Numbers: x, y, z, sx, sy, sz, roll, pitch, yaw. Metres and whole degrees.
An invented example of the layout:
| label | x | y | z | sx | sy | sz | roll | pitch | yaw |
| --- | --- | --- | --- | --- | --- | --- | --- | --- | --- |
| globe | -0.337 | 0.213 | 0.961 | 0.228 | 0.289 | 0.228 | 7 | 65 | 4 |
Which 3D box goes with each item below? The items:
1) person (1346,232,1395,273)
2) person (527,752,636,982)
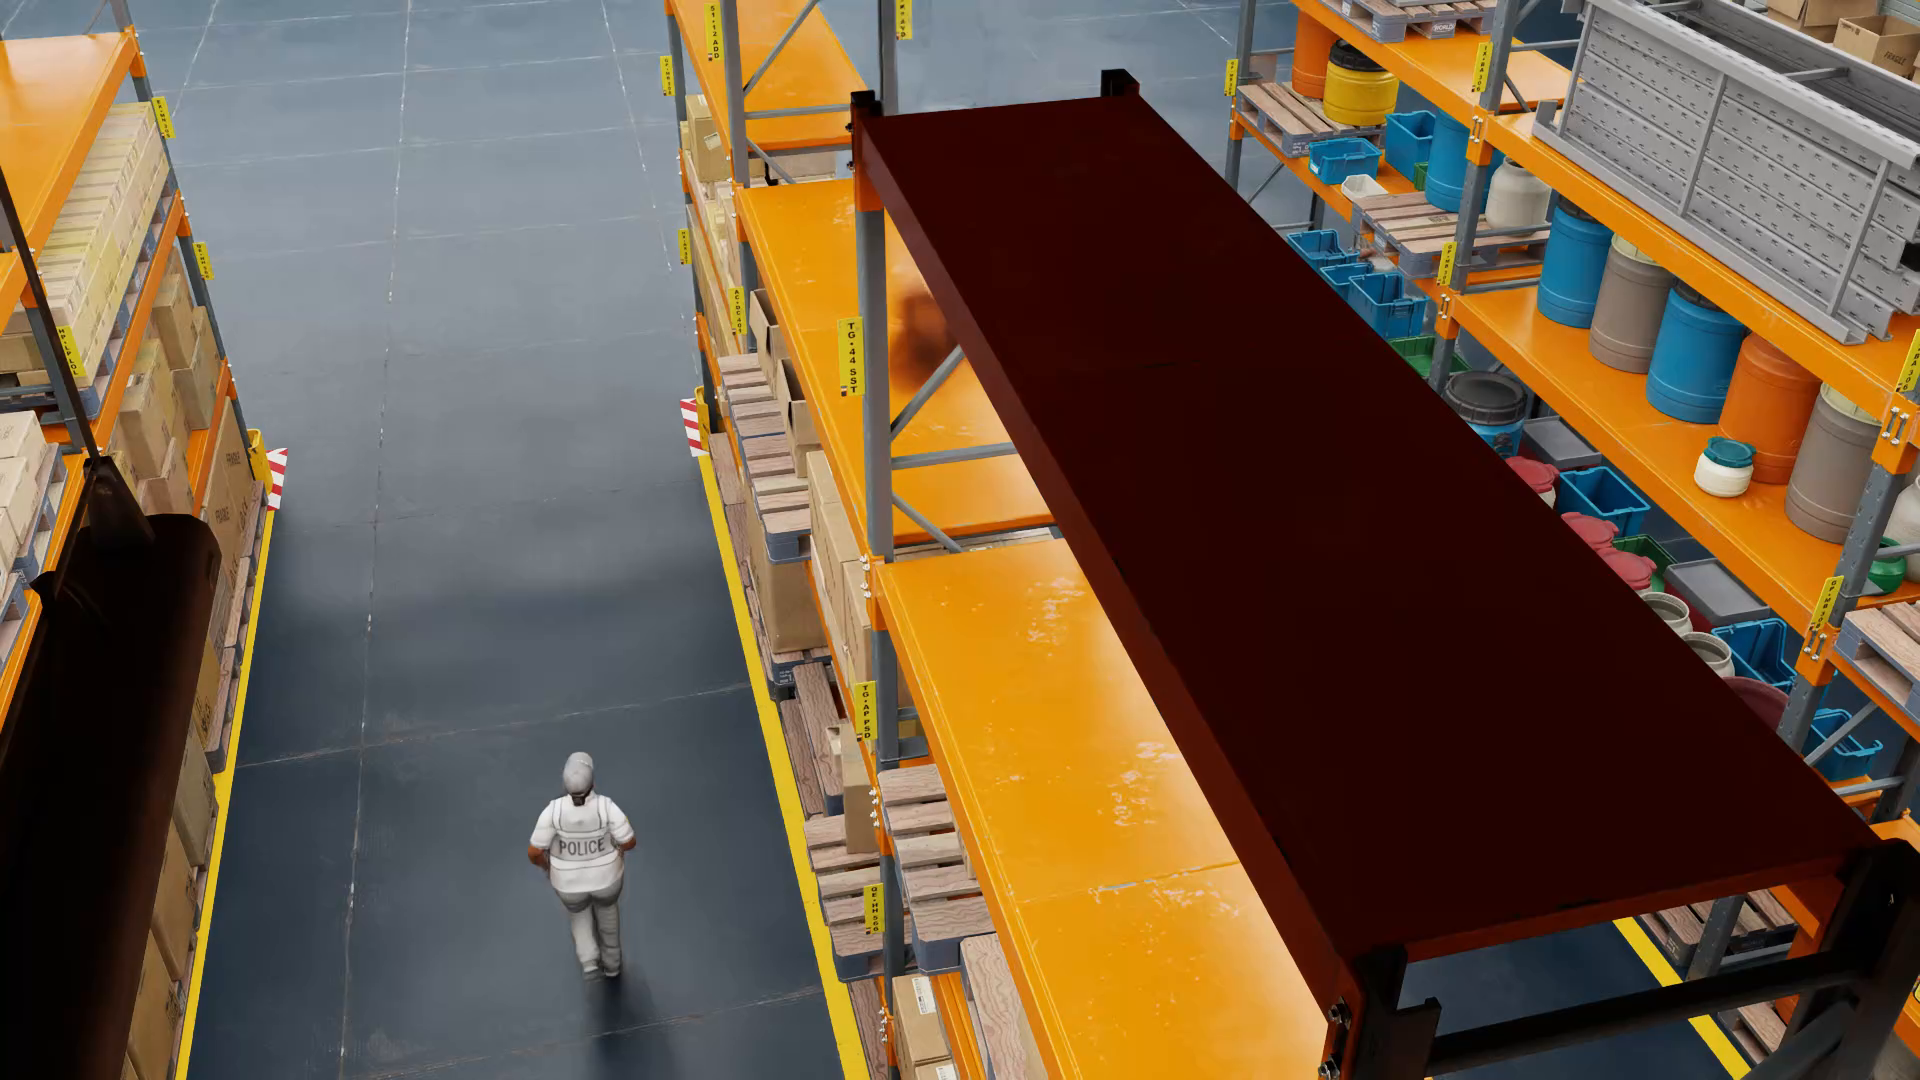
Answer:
| label | x | y | z | sx | sy | sz | roll | pitch | yaw |
| --- | --- | --- | --- | --- | --- | --- | --- | --- | --- |
| person | 4.192 | -2.801 | 16.643 | 0.595 | 1.737 | 0.648 | 23 | 40 | 30 |
| person | -2.182 | 2.004 | 9.757 | 0.609 | 1.652 | 0.624 | -7 | 35 | -9 |
